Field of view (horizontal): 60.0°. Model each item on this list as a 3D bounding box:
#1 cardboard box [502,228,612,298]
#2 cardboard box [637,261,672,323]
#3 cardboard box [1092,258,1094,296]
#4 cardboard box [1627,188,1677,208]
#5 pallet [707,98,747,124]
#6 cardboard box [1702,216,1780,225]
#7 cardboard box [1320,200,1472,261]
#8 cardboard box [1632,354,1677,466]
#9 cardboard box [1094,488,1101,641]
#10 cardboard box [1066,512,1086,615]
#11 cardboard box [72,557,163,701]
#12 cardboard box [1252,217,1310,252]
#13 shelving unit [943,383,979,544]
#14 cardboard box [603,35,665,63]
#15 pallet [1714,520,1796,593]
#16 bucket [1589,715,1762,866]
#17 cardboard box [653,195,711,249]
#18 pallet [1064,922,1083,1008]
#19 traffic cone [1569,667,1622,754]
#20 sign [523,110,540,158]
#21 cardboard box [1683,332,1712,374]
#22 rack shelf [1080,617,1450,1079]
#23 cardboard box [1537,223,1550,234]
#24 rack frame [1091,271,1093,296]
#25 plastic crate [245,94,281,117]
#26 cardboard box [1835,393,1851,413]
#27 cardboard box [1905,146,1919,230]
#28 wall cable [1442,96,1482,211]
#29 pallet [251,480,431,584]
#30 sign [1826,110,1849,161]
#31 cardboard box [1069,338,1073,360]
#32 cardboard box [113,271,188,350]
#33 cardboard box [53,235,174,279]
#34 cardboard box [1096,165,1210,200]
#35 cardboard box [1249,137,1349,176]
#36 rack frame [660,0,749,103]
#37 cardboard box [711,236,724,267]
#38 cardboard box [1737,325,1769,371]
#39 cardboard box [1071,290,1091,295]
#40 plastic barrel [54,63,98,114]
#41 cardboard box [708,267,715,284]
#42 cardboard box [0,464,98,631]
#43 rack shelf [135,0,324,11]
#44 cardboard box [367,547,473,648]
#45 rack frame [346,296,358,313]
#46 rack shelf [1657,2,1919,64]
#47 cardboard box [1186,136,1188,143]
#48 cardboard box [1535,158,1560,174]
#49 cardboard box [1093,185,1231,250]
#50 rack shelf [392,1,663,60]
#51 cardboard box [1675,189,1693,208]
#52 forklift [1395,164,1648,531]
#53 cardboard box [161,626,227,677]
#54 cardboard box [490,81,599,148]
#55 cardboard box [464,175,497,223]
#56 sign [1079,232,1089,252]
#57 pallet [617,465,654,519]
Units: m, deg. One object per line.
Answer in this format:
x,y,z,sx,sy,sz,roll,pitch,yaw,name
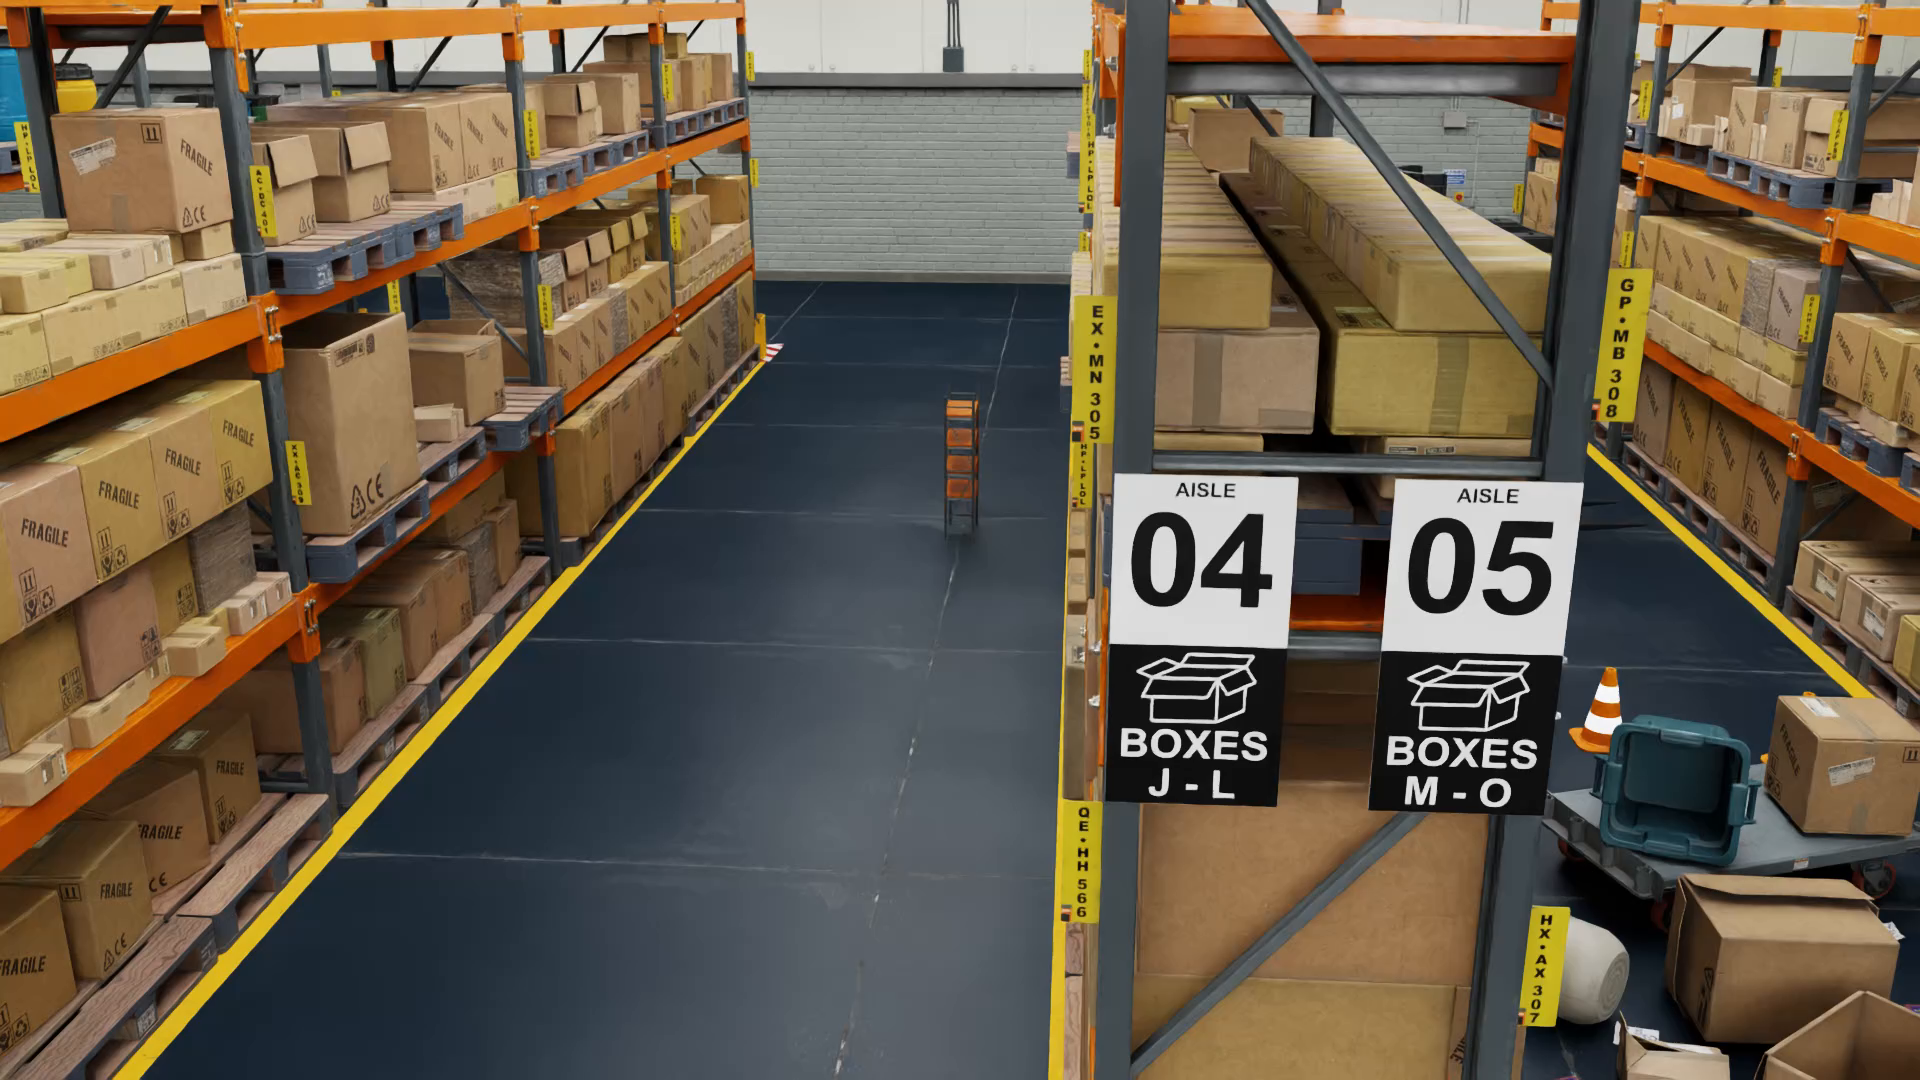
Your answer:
-3.371,-2.333,13.955,0.797,0.503,0.637,2,18,6,cardboard box
-3.005,-2.310,15.495,0.500,0.500,0.500,1,18,4,cardboard box
0.703,-0.999,6.406,0.380,0.149,0.250,1,18,3,cardboard box
6.473,-3.206,15.581,0.380,0.149,0.250,2,18,5,cardboard box
-3.000,-4.809,18.607,1.003,0.211,1.213,1,18,4,pallet
6.859,-2.571,14.685,0.500,0.500,0.500,2,18,6,cardboard box
1.251,-0.889,4.790,0.380,0.149,0.250,1,18,3,cardboard box
6.676,-1.188,14.970,0.875,0.875,0.875,2,18,6,cardboard box
0.963,0.080,6.385,0.875,0.550,0.550,1,18,4,cardboard box
1.217,0.299,10.632,1.050,0.750,0.750,2,18,5,cardboard box
-3.917,0.332,6.953,0.875,0.500,0.500,1,18,4,cardboard box
1.234,-0.902,5.469,0.500,0.250,0.500,1,18,4,cardboard box
0.012,-0.622,13.393,0.258,1.200,0.503,1,18,4,shelving unit
-3.170,-4.782,16.183,0.500,0.250,0.500,0,18,0,cardboard box
6.486,0.132,12.682,1.003,0.211,1.213,1,18,4,pallet
3.413,1.140,7.943,0.726,0.611,0.620,8,10,23,bucket
-2.879,-3.298,17.229,0.500,0.500,0.500,1,18,2,cardboard box
0.990,1.772,7.675,1.003,0.211,1.213,1,18,4,pallet
3.783,0.969,9.723,0.336,0.463,0.334,1,18,4,traffic cone
-2.989,-2.830,11.595,0.100,0.325,0.005,1,18,4,sign
6.213,-1.516,13.473,0.500,0.250,0.500,1,18,3,cardboard box
0.979,1.176,6.172,1.077,0.370,4.000,1,18,4,rack shelf
6.598,-3.182,18.156,0.500,0.500,0.500,1,18,3,cardboard box
1.410,-1.029,11.747,1.000,3.000,0.127,1,18,4,rack frame
-8.203,-5.017,19.308,0.497,0.269,0.590,1,18,4,plastic crate
6.145,-0.934,11.184,0.380,0.149,0.250,0,18,1,cardboard box
6.276,-2.129,10.126,0.700,0.500,0.500,1,18,4,cardboard box
7.309,-5.684,24.272,0.585,1.953,0.123,1,18,4,wall cable
-3.617,-0.072,9.134,1.003,0.211,1.213,1,18,4,pallet
5.801,-2.674,10.992,0.100,0.325,0.005,1,18,4,sign
0.991,-1.415,12.174,0.380,0.149,0.250,2,18,5,cardboard box
-3.637,-0.974,7.002,0.500,0.250,0.500,2,18,5,cardboard box
-3.594,-1.205,7.065,0.380,0.149,0.250,0,18,1,cardboard box
0.668,-1.218,5.795,0.380,0.149,0.250,1,18,4,cardboard box
1.415,-1.598,6.954,0.380,0.149,0.250,1,18,3,cardboard box
-2.957,-6.507,18.830,1.000,3.000,0.127,1,18,4,rack frame
-2.833,-3.092,17.806,0.500,0.250,0.500,1,18,4,cardboard box
6.168,-1.432,12.414,0.500,0.250,0.500,1,18,2,cardboard box
1.065,-1.872,13.092,0.380,0.149,0.250,1,18,4,cardboard box
-8.047,-3.951,14.869,0.600,0.588,0.600,0,18,0,plastic barrel
-2.798,-2.781,17.498,0.380,0.149,0.250,1,18,5,cardboard box
-3.686,0.018,6.305,0.500,0.500,0.500,1,18,4,cardboard box
-8.040,-5.464,17.446,1.077,0.370,4.000,1,18,4,rack shelf
-3.619,0.365,10.801,0.700,0.500,0.500,3,18,9,cardboard box
-7.897,-3.767,20.101,1.000,3.000,0.127,1,18,4,rack frame
6.497,-3.890,12.642,1.077,0.370,4.000,1,18,4,rack shelf
1.634,-2.328,10.202,0.500,0.311,0.500,1,18,4,cardboard box
6.626,-4.162,18.499,0.380,0.149,0.250,2,18,5,cardboard box
0.774,-1.227,6.462,0.500,0.250,0.500,1,18,3,cardboard box
-3.387,-4.112,13.317,1.077,0.370,4.000,1,18,4,rack shelf
6.925,-3.196,15.551,0.380,0.149,0.250,2,18,5,cardboard box
3.901,-1.402,12.996,3.031,2.935,1.130,0,18,0,forklift
-3.551,0.497,7.491,0.380,0.149,0.250,1,18,4,cardboard box
-3.405,-3.481,13.570,0.797,0.503,0.637,1,18,3,cardboard box
-3.342,-2.218,10.799,0.500,0.250,0.500,1,18,4,cardboard box
1.155,-2.693,15.434,0.100,0.325,0.005,1,18,4,sign
-3.309,-0.467,14.511,1.003,0.211,1.213,1,18,4,pallet
